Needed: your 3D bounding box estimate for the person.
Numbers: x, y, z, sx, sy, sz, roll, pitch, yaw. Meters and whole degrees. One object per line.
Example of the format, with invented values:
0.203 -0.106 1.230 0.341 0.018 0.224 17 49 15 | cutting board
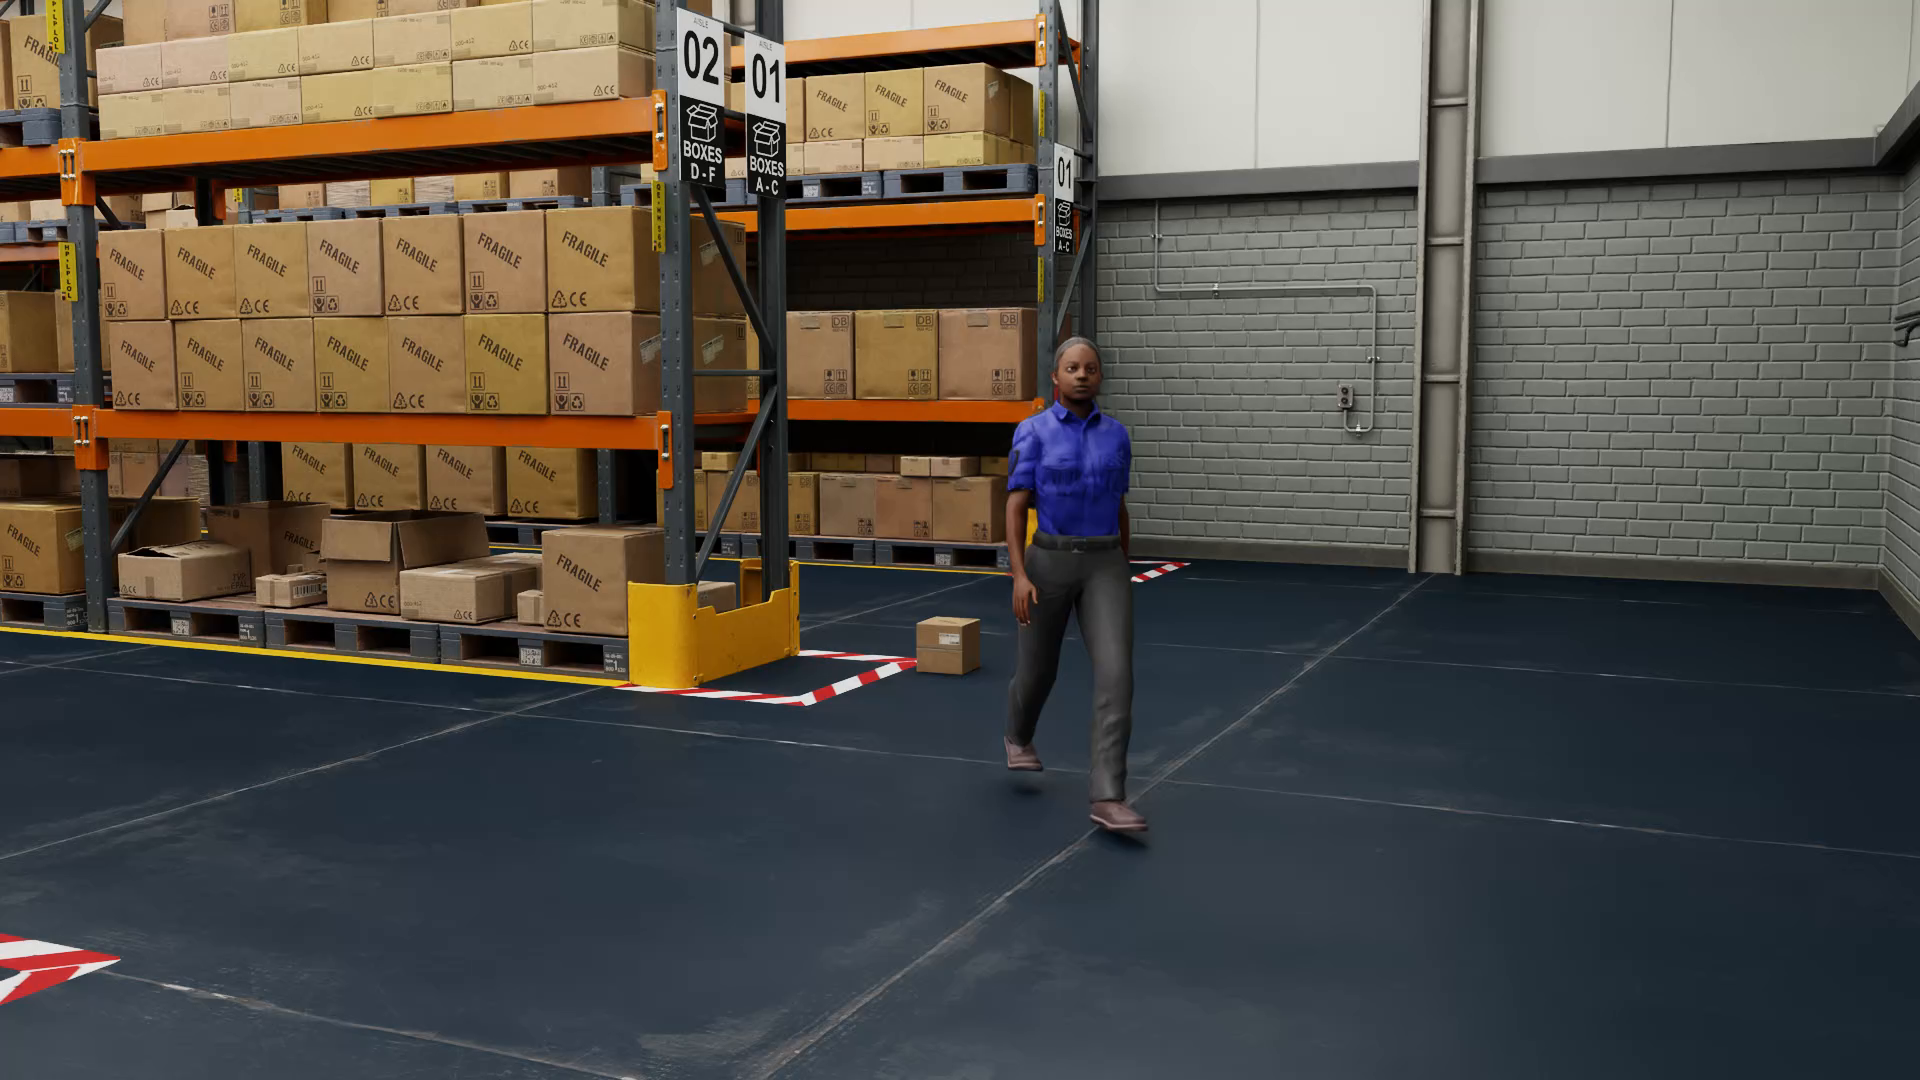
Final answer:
0.379 0.116 5.644 0.472 1.603 0.977 -1 6 -10 | person
